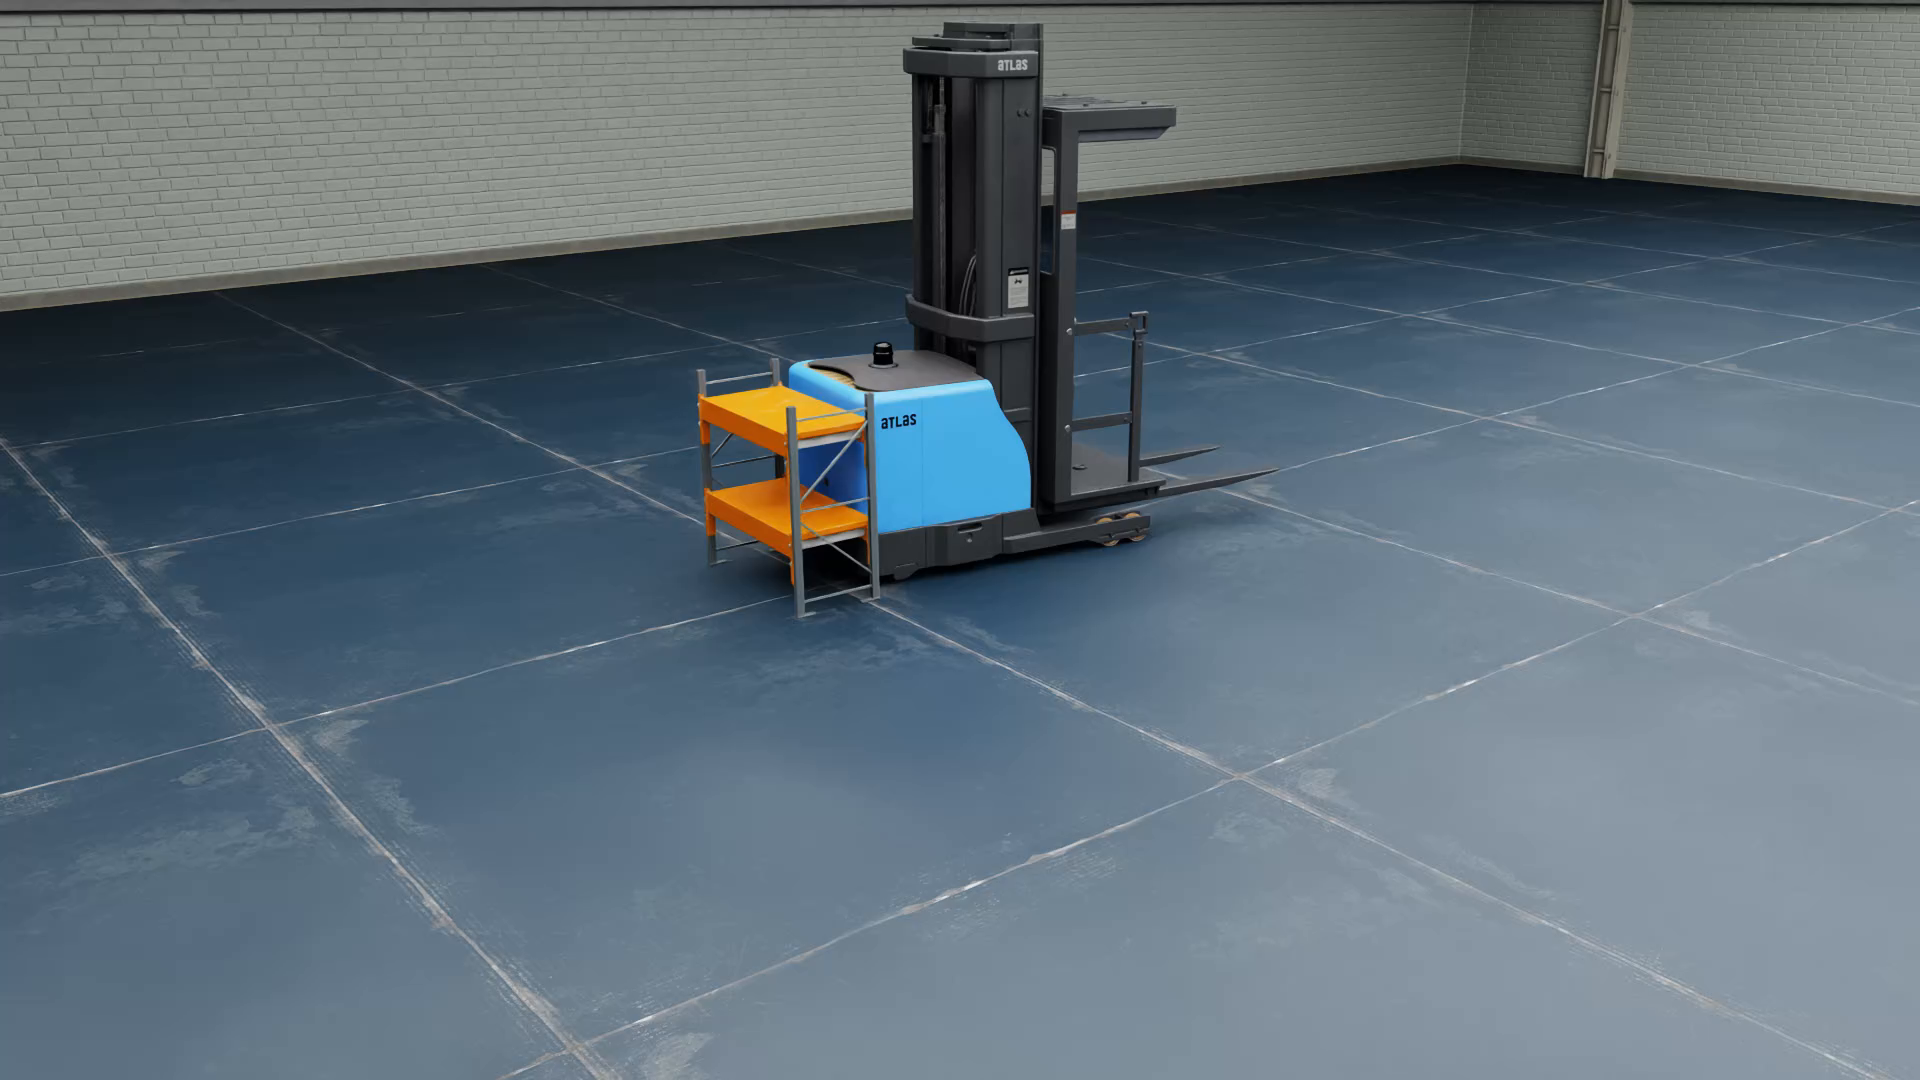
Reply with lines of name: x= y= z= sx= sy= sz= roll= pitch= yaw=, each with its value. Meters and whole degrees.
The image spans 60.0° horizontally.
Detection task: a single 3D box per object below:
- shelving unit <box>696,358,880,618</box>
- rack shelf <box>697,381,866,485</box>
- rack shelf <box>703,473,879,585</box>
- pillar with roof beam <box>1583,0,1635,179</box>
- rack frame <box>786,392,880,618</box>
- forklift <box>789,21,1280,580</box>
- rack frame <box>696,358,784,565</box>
shelving unit: x=-0.937 y=-0.308 z=8.992 sx=0.538 sy=1.125 sz=1.048 roll=-13 pitch=22 yaw=-32
rack shelf: x=-0.940 y=-0.585 z=8.898 sx=0.538 sy=0.278 sz=1.000 roll=-13 pitch=22 yaw=-32
rack shelf: x=-0.934 y=-0.077 z=9.070 sx=0.538 sy=0.278 sz=1.000 roll=-13 pitch=22 yaw=-32
pillar with roof beam: x=7.721 y=-9.735 z=24.946 sx=9.100 sy=9.000 sz=0.400 roll=-14 pitch=23 yaw=-36
rack frame: x=-0.649 y=-0.176 z=8.594 sx=0.500 sy=1.125 sz=0.032 roll=-13 pitch=22 yaw=-32
forklift: x=0.543 y=-1.488 z=9.693 sx=3.031 sy=2.935 sz=1.130 roll=-10 pitch=21 yaw=-28
rack frame: x=-1.224 y=-0.440 z=9.390 sx=0.500 sy=1.125 sz=0.032 roll=-13 pitch=22 yaw=-32
